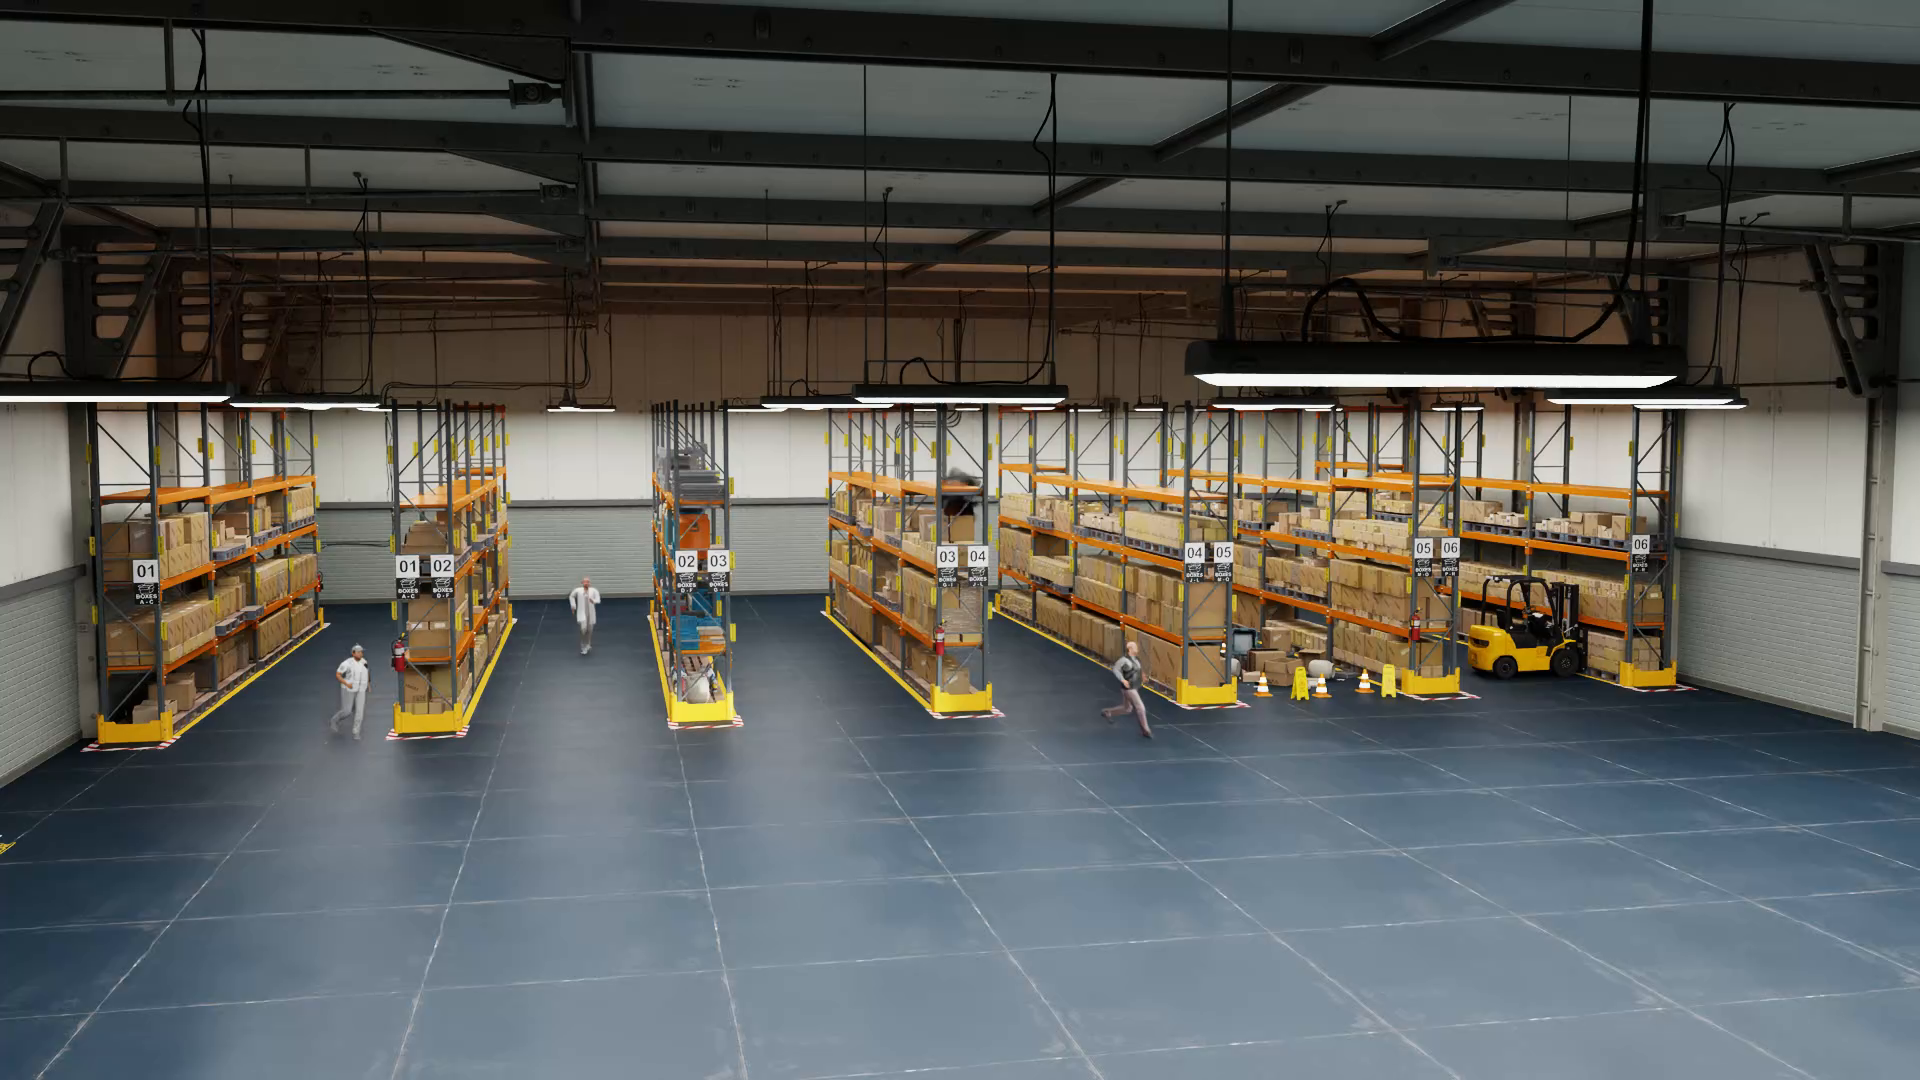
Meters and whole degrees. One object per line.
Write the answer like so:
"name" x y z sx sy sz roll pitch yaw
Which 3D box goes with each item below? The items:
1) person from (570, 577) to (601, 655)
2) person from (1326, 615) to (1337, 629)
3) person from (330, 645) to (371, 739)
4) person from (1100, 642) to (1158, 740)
"person" -8.999 1.820 40.019 0.673 1.850 0.847 -2 5 -24
"person" 9.570 1.695 42.570 0.559 1.691 0.781 -1 4 -12
"person" -10.757 2.686 29.592 0.838 1.625 0.671 4 6 42
"person" 3.007 2.660 29.533 1.116 1.732 0.627 2 5 24
